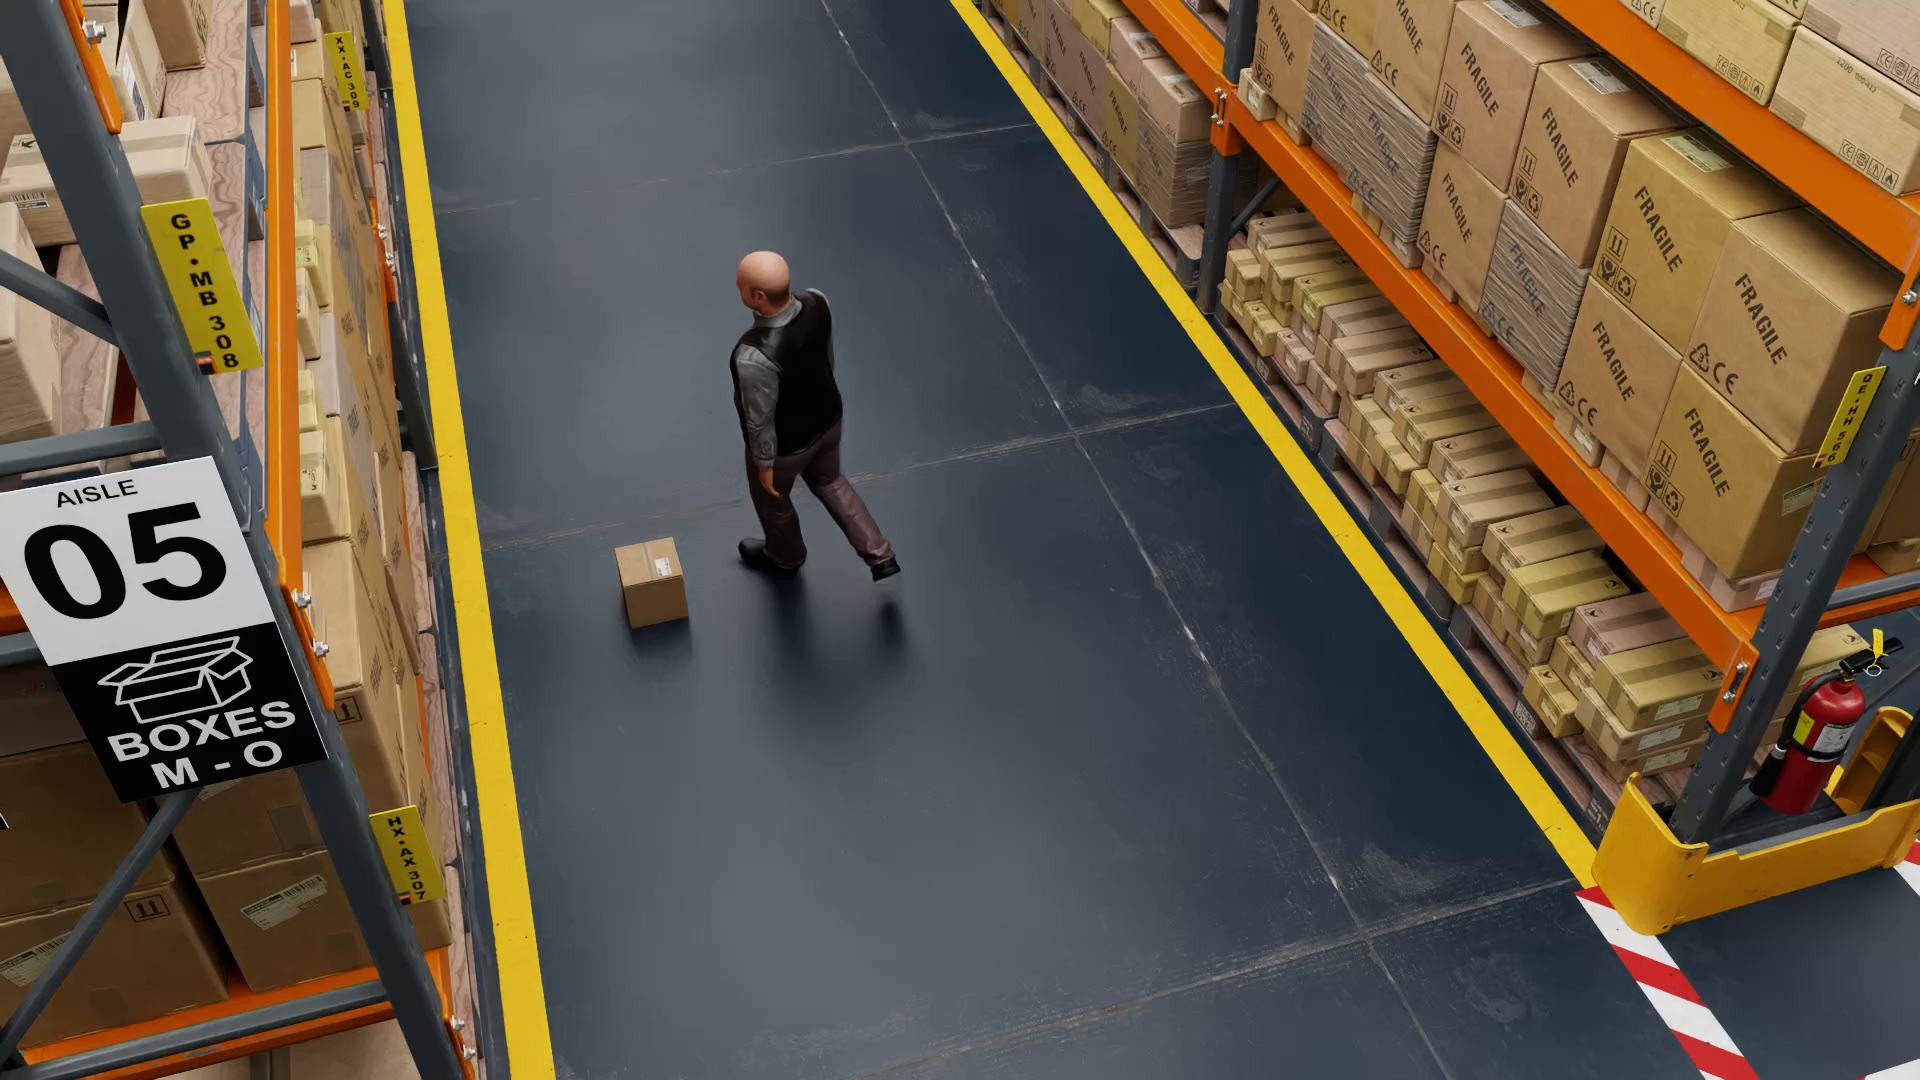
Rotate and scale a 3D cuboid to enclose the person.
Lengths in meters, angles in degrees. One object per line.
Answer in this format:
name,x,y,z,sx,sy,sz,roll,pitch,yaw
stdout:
person,-0.634,-0.427,6.653,0.821,1.710,0.602,24,47,25
